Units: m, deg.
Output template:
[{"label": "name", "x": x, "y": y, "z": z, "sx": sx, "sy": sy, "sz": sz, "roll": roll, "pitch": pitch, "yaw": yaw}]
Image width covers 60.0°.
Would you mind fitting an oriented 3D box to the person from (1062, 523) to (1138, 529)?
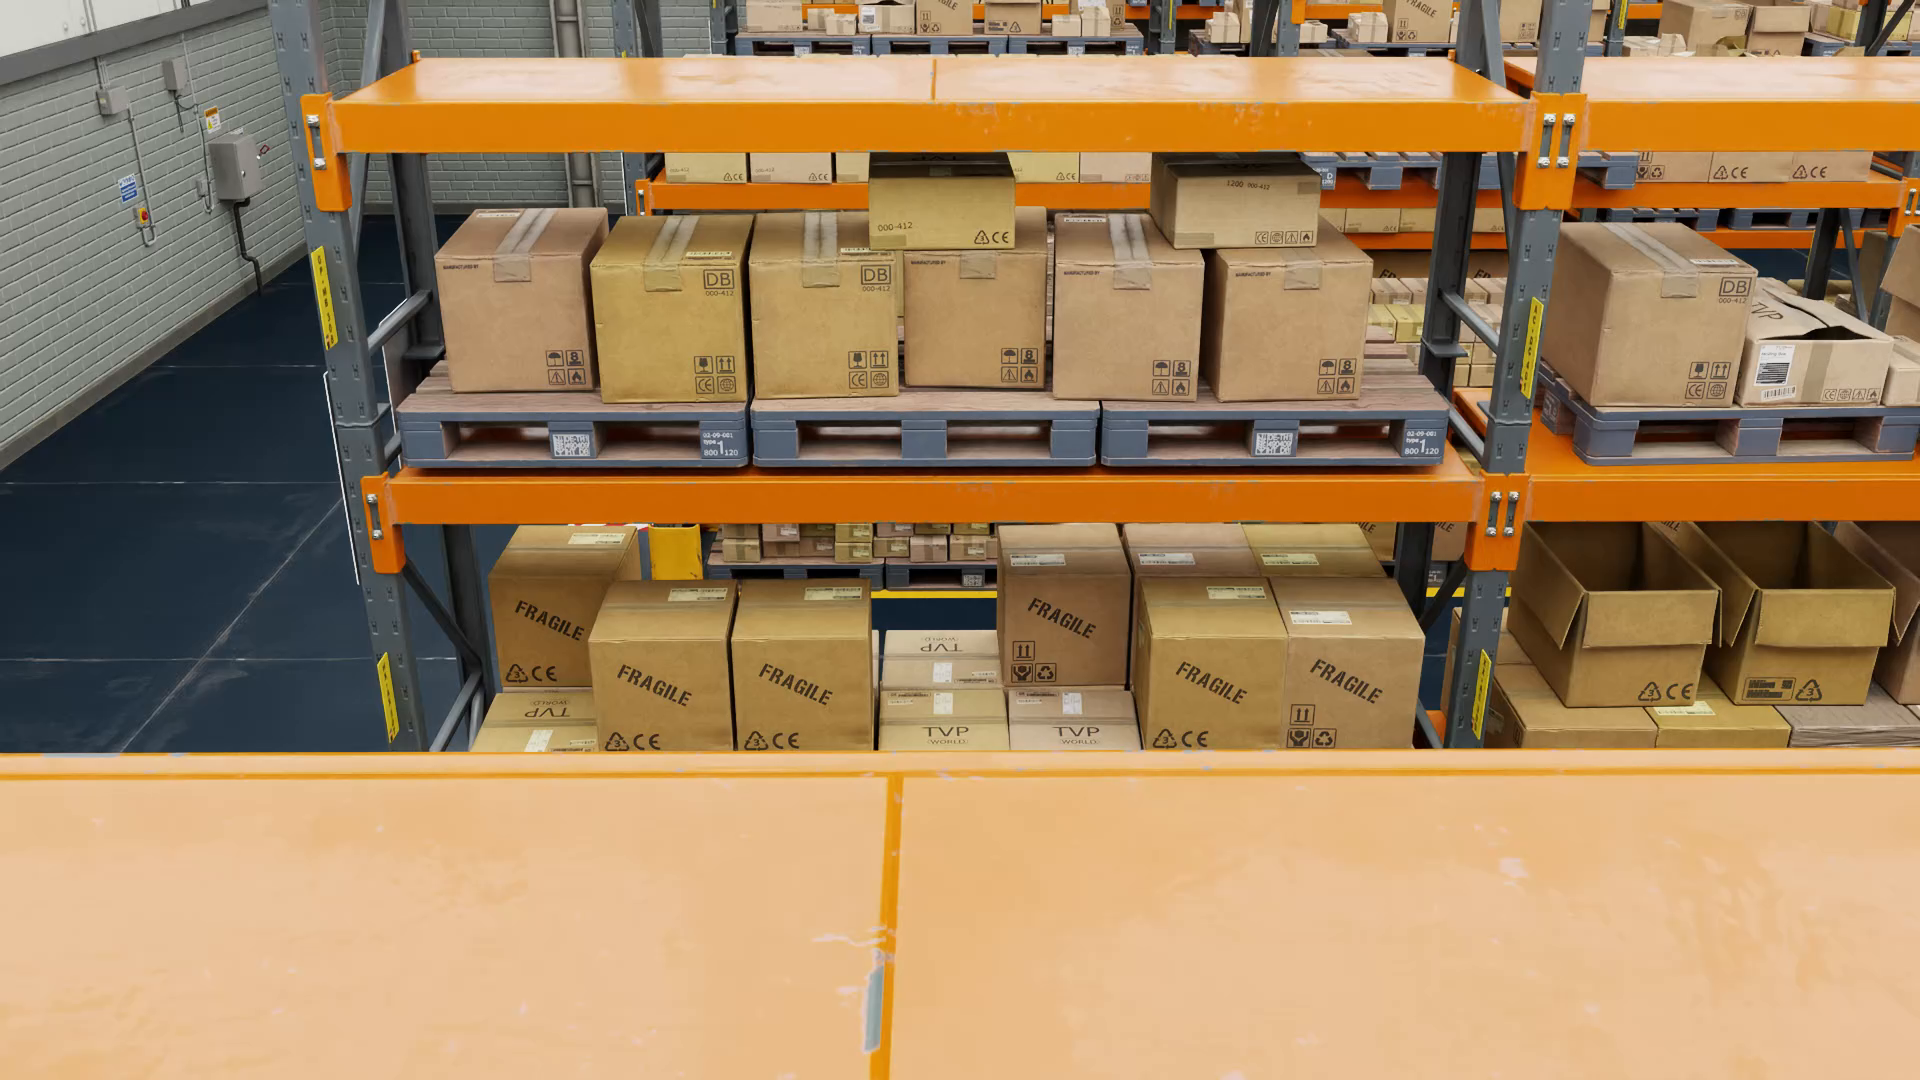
[{"label": "person", "x": 0.893, "y": -0.050, "z": 10.195, "sx": 0.554, "sy": 1.762, "sz": 0.494, "roll": 0, "pitch": 24, "yaw": 0}]
